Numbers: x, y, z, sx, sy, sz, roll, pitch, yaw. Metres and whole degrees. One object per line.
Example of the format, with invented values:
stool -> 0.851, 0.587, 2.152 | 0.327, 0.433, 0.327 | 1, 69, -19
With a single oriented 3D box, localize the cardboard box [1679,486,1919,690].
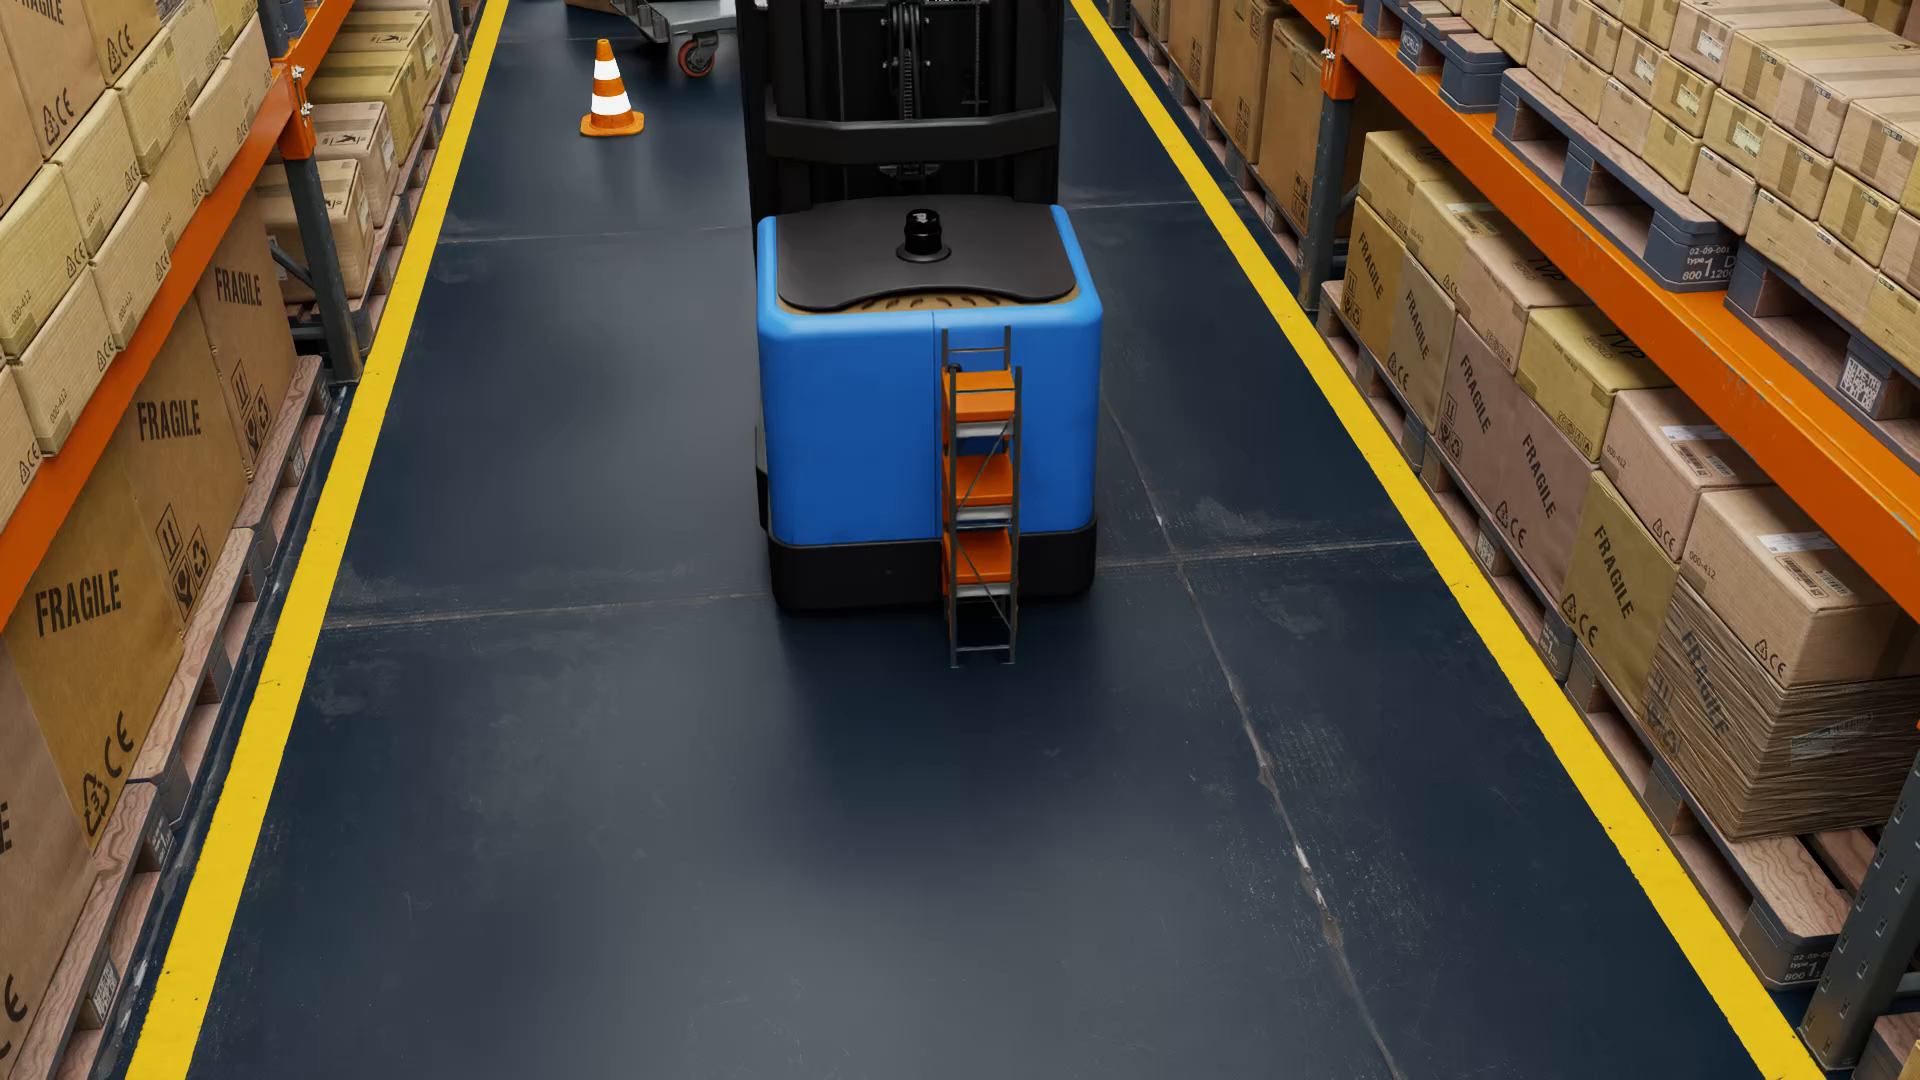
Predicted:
cardboard box -> 2.168, 0.097, 4.125 | 0.500, 0.250, 0.500 | -5, 35, -8

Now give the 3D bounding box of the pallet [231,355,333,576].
pallet -> -2.879, -0.259, 5.943 | 1.003, 0.211, 1.213 | -4, 35, -6

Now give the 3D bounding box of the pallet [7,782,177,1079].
pallet -> -2.551, 1.102, 3.945 | 1.003, 0.211, 1.213 | -4, 35, -6

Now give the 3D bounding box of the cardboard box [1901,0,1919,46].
cardboard box -> 2.747, -1.348, 4.386 | 0.380, 0.149, 0.250 | -3, 34, -5

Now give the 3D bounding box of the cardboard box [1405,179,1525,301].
cardboard box -> 1.902, -1.053, 5.812 | 0.500, 0.250, 0.500 | -5, 35, -7

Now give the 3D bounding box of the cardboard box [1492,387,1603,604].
cardboard box -> 2.036, -0.164, 5.174 | 0.500, 0.500, 0.500 | -5, 35, -7

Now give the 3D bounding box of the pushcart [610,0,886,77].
pushcart -> -1.196, -3.206, 10.120 | 1.648, 0.377, 0.936 | -16, 38, -23

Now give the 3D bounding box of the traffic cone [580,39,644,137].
traffic cone -> -1.895, -2.455, 8.942 | 0.336, 0.463, 0.334 | -4, 35, -6

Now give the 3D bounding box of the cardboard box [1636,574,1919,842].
cardboard box -> 2.170, 0.409, 4.333 | 0.500, 0.500, 0.500 | -5, 35, -7

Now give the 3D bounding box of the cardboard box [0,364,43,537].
cardboard box -> -2.241, -0.117, 3.392 | 0.500, 0.250, 0.500 | -5, 35, -8

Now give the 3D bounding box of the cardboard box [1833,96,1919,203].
cardboard box -> 2.202, -0.875, 3.693 | 0.380, 0.149, 0.250 | -5, 35, -8

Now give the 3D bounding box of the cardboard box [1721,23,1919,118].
cardboard box -> 2.136, -1.159, 4.109 | 0.380, 0.149, 0.250 | -5, 35, -8

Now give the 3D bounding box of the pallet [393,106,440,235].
pallet -> -3.175, -1.820, 8.234 | 1.003, 0.211, 1.213 | -4, 35, -6

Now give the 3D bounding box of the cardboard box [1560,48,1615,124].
cardboard box -> 2.021, -1.354, 4.923 | 0.380, 0.149, 0.250 | -4, 34, -6

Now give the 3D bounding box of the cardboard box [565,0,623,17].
cardboard box -> -2.244, -3.758, 10.819 | 0.500, 0.500, 0.500 | 20, 39, 26

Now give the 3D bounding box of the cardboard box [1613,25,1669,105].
cardboard box -> 2.062, -1.327, 4.620 | 0.380, 0.149, 0.250 | -3, 34, -5

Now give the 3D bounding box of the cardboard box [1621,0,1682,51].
cardboard box -> 2.059, -1.459, 4.549 | 0.380, 0.149, 0.250 | -5, 35, -7

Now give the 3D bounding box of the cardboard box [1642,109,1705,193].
cardboard box -> 2.091, -1.060, 4.491 | 0.380, 0.149, 0.250 | -3, 34, -4

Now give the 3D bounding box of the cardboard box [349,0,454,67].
cardboard box -> -3.376, -2.885, 9.280 | 0.950, 0.372, 0.625 | -4, 34, -6

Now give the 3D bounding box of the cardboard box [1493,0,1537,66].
cardboard box -> 1.951, -1.643, 5.347 | 0.380, 0.149, 0.250 | -3, 34, -4

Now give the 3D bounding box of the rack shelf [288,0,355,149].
rack shelf -> -3.180, -2.676, 7.652 | 1.077, 0.370, 4.000 | -4, 35, -6

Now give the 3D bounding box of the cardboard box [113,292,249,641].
cardboard box -> -2.784, -0.263, 4.986 | 0.875, 0.875, 0.875 | -4, 34, -6

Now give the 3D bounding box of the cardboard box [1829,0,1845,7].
cardboard box -> 2.673, -1.644, 4.820 | 0.380, 0.149, 0.250 | -3, 34, -4

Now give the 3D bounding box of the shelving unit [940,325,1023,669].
shelving unit -> 0.059, -0.109, 4.978 | 0.215, 1.050, 0.252 | -3, 34, -5

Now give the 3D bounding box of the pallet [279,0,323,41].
pallet -> -3.112, -2.168, 6.437 | 1.213, 0.211, 1.003 | -4, 35, -6

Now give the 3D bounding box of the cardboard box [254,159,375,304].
cardboard box -> -2.977, -1.261, 6.897 | 0.950, 0.372, 0.625 | -7, 35, -10

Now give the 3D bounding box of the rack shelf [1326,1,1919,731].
rack shelf -> 2.250, -0.875, 5.009 | 1.077, 0.370, 4.000 | -4, 35, -6

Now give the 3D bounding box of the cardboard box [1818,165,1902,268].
cardboard box -> 2.202, -0.742, 3.761 | 0.380, 0.149, 0.250 | -3, 34, -4

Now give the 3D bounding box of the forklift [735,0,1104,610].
forklift -> -0.223, -1.801, 5.791 | 1.130, 2.935, 3.031 | -3, 34, -5

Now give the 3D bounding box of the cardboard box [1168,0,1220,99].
cardboard box -> 1.741, -2.886, 8.947 | 1.050, 0.750, 0.750 | -4, 35, -6

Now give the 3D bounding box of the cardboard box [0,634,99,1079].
cardboard box -> -2.535, 0.739, 3.515 | 0.875, 0.875, 0.875 | -3, 34, -5

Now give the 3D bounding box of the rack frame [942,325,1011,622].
rack frame -> 0.047, -0.177, 5.078 | 0.200, 1.050, 0.008 | -3, 34, -5

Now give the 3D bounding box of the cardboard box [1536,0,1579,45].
cardboard box -> 1.991, -1.617, 5.045 | 0.380, 0.149, 0.250 | -4, 35, -6

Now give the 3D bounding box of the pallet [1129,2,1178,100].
pallet -> 1.621, -2.944, 9.882 | 1.003, 0.211, 1.213 | -4, 35, -6

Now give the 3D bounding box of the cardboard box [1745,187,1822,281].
cardboard box -> 2.169, -0.757, 4.047 | 0.380, 0.149, 0.250 | -6, 35, -9

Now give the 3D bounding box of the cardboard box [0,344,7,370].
cardboard box -> -2.250, -0.325, 3.253 | 0.500, 0.250, 0.500 | -4, 34, -6

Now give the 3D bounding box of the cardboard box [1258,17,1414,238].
cardboard box -> 1.988, -1.879, 7.468 | 1.050, 0.750, 0.750 | -5, 35, -7

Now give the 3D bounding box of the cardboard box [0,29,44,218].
cardboard box -> -2.308, -0.909, 3.443 | 0.500, 0.500, 0.500 | -5, 35, -8

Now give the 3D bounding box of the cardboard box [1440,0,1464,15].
cardboard box -> 1.877, -1.944, 5.789 | 0.380, 0.149, 0.250 | -3, 34, -4

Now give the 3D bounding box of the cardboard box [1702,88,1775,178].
cardboard box -> 2.128, -1.039, 4.197 | 0.380, 0.149, 0.250 | -6, 35, -9

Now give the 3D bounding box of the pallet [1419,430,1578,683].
pallet -> 2.245, -0.021, 5.593 | 1.003, 0.211, 1.213 | -4, 35, -6

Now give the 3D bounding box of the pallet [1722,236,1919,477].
pallet -> 2.560, -0.415, 3.865 | 1.003, 0.211, 1.213 | -4, 35, -6

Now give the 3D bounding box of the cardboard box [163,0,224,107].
cardboard box -> -2.521, -1.465, 4.925 | 0.500, 0.250, 0.500 | -5, 35, -8

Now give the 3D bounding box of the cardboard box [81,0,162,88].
cardboard box -> -2.445, -1.480, 4.281 | 0.500, 0.500, 0.500 | -4, 35, -6

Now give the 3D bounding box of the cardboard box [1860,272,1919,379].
cardboard box -> 2.233, -0.478, 3.638 | 0.380, 0.149, 0.250 | -4, 34, -6

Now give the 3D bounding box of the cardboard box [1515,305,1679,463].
cardboard box -> 2.027, -0.485, 4.979 | 0.500, 0.250, 0.500 | -6, 35, -8

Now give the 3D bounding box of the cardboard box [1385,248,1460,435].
cardboard box -> 1.894, -0.735, 6.011 | 0.500, 0.500, 0.500 | -4, 34, -6

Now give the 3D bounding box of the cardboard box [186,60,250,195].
cardboard box -> -2.501, -1.249, 5.052 | 0.500, 0.250, 0.500 | -4, 34, -6

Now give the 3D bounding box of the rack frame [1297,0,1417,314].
rack frame -> 1.981, -2.289, 6.445 | 1.000, 3.000, 0.127 | -4, 35, -6

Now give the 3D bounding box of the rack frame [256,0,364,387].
rack frame -> -2.911, -1.857, 5.812 | 1.000, 3.000, 0.127 | -4, 35, -6

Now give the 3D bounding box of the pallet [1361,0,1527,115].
pallet -> 2.182, -1.820, 5.927 | 1.213, 0.211, 1.003 | -4, 35, -6

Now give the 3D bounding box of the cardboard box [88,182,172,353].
cardboard box -> -2.353, -0.684, 4.224 | 0.500, 0.250, 0.500 | -5, 35, -7

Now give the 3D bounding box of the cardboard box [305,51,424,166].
cardboard box -> -3.180, -2.096, 8.122 | 0.950, 0.372, 0.625 | -3, 34, -5

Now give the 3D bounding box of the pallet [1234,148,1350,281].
pallet -> 1.949, -1.582, 7.884 | 1.003, 0.211, 1.213 | -4, 35, -6

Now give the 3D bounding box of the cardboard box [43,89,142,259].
cardboard box -> -2.362, -0.891, 4.083 | 0.500, 0.250, 0.500 | -5, 35, -8

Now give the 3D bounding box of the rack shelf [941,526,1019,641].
rack shelf -> 0.059, 0.129, 5.140 | 0.215, 0.259, 0.240 | -3, 34, -5

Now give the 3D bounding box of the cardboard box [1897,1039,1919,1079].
cardboard box -> 2.249, 1.176, 3.520 | 0.380, 0.149, 0.250 | -6, 35, -8
